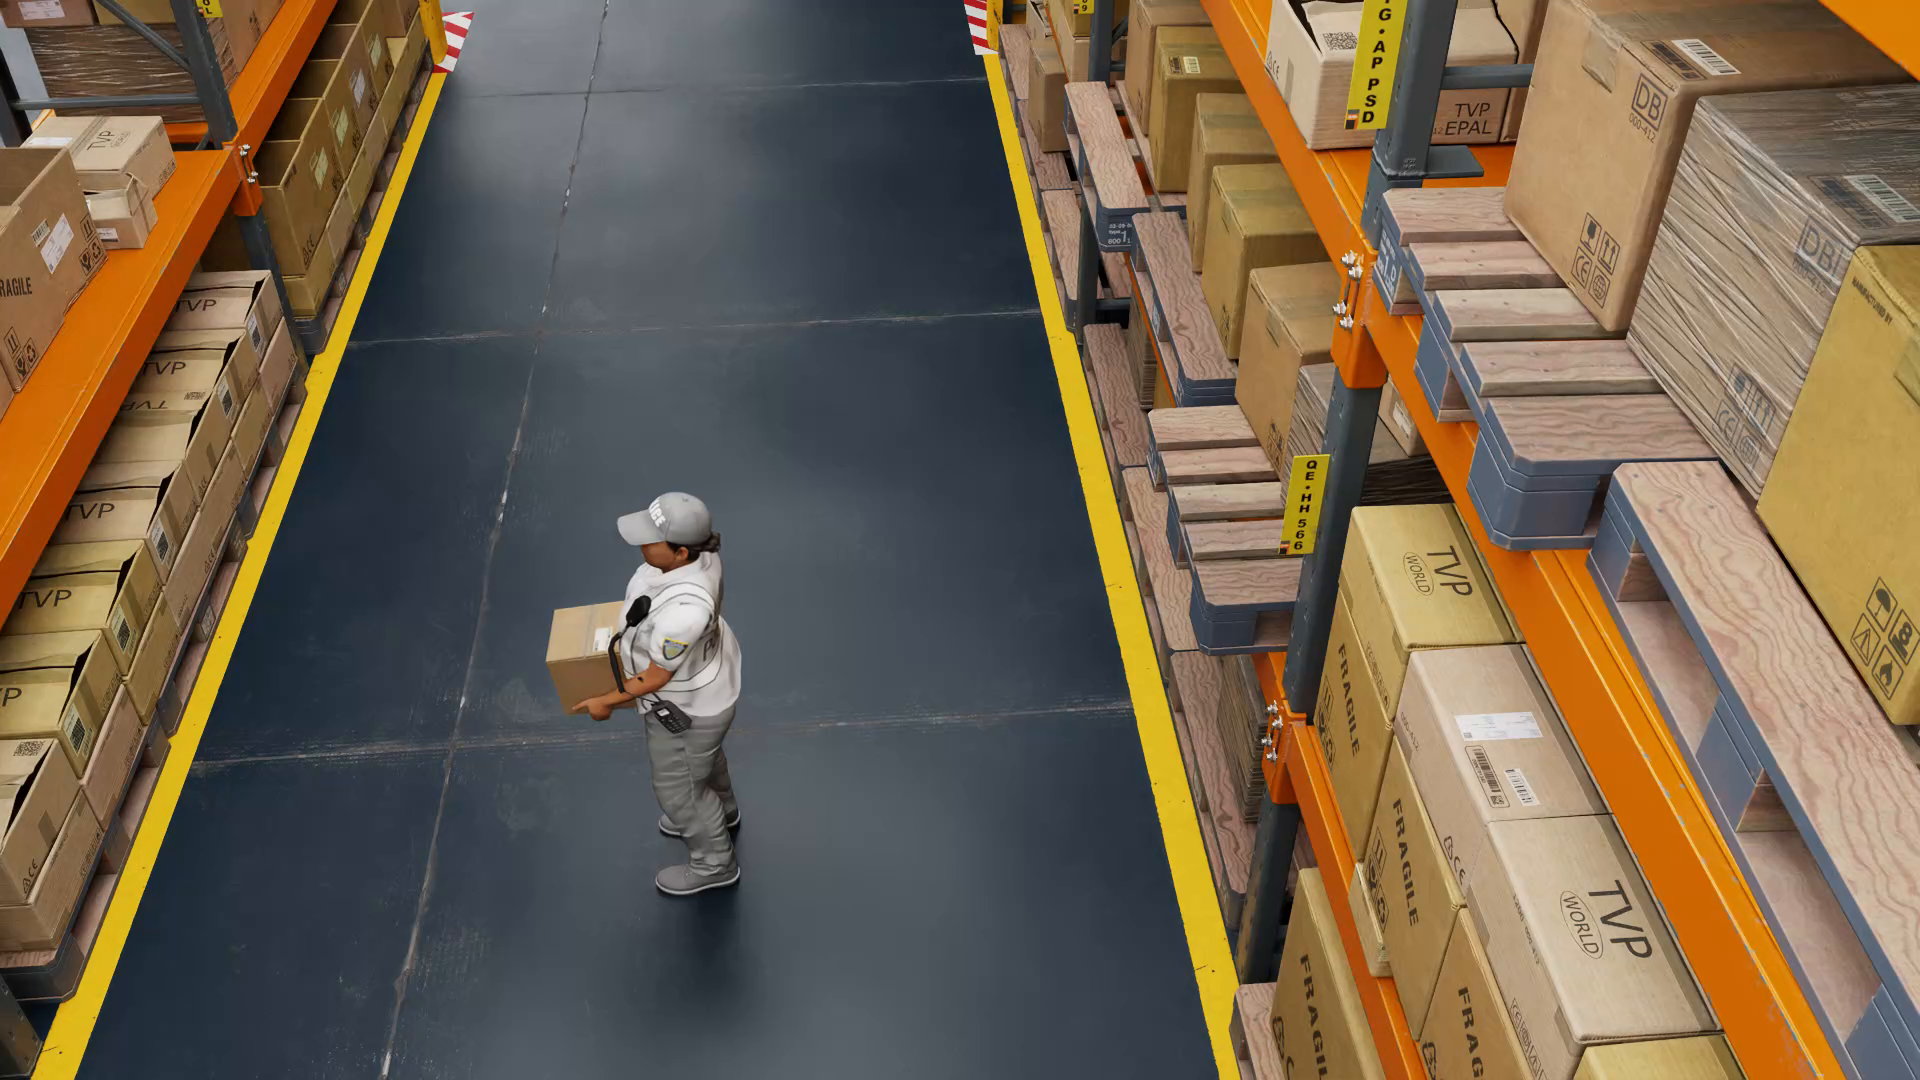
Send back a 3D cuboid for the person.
[{"bbox_3d":[-0.993,0.509,5.540,0.541,1.654,0.453,-3,39,-3],"label":"person"}]
